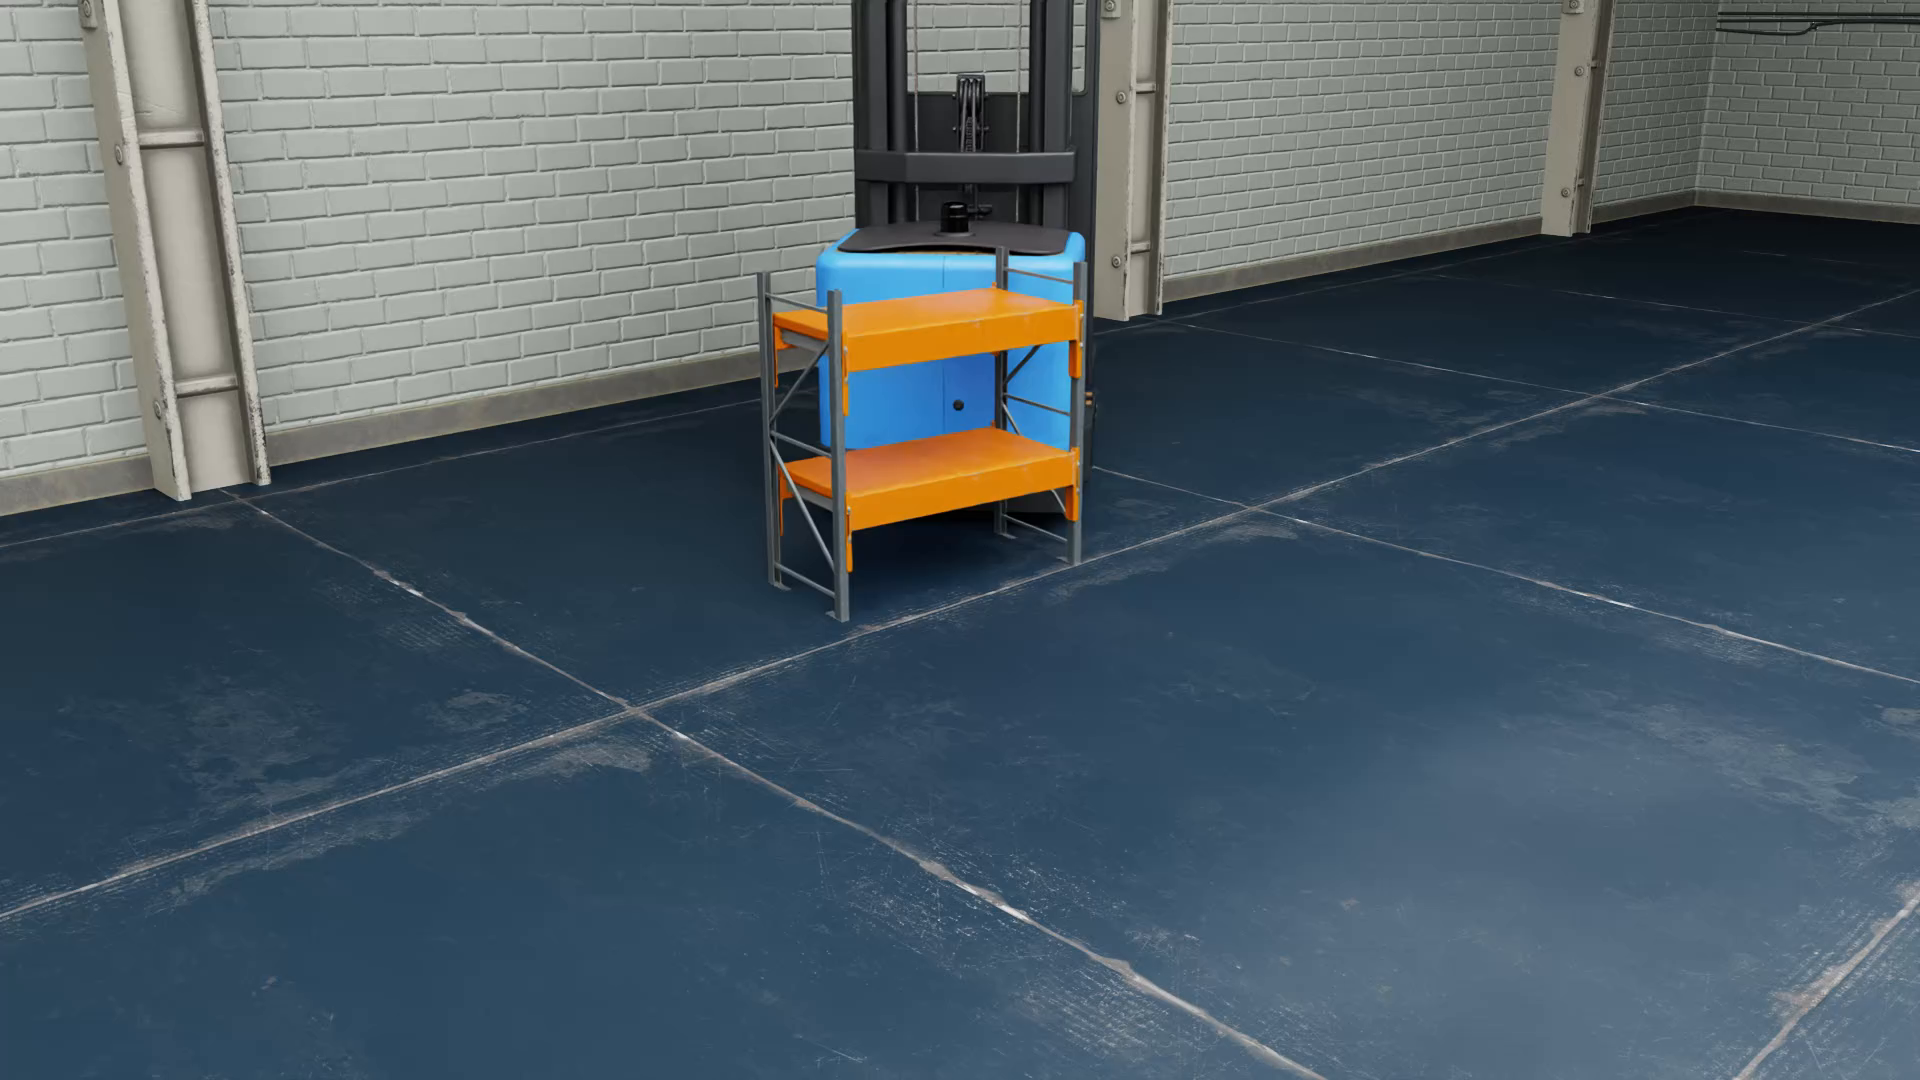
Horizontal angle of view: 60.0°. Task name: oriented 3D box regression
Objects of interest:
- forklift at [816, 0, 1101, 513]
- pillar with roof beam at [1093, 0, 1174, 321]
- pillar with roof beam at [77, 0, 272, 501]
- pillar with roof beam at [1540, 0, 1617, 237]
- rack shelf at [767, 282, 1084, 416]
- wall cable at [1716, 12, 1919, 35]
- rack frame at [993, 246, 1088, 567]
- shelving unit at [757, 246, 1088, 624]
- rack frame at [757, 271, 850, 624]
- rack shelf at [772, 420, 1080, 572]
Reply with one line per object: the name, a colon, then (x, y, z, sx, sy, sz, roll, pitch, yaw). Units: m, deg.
forklift: (0.096, -1.909, 7.622, 1.130, 2.935, 3.031, 2, 18, 6)
pillar with roof beam: (4.070, -4.827, 6.781, 0.400, 9.000, 9.100, -16, 24, -41)
pillar with roof beam: (-0.290, -3.555, 2.860, 0.400, 9.000, 9.100, -16, 24, -41)
pillar with roof beam: (8.430, -6.098, 10.703, 0.400, 9.000, 9.100, -16, 24, -41)
rack shelf: (-0.121, -0.688, 5.834, 1.000, 0.278, 0.538, -13, 22, -34)
wall cable: (8.521, -5.914, 15.169, 0.112, 2.526, 3.097, -16, 24, -41)
rack frame: (0.291, -0.502, 6.208, 0.032, 1.125, 0.500, -13, 22, -34)
shelving unit: (-0.121, -0.410, 5.925, 1.048, 1.125, 0.538, -13, 22, -34)
rack frame: (-0.533, -0.318, 5.642, 0.032, 1.125, 0.500, -13, 22, -34)
rack shelf: (-0.121, -0.177, 6.000, 1.000, 0.278, 0.538, -13, 22, -34)
